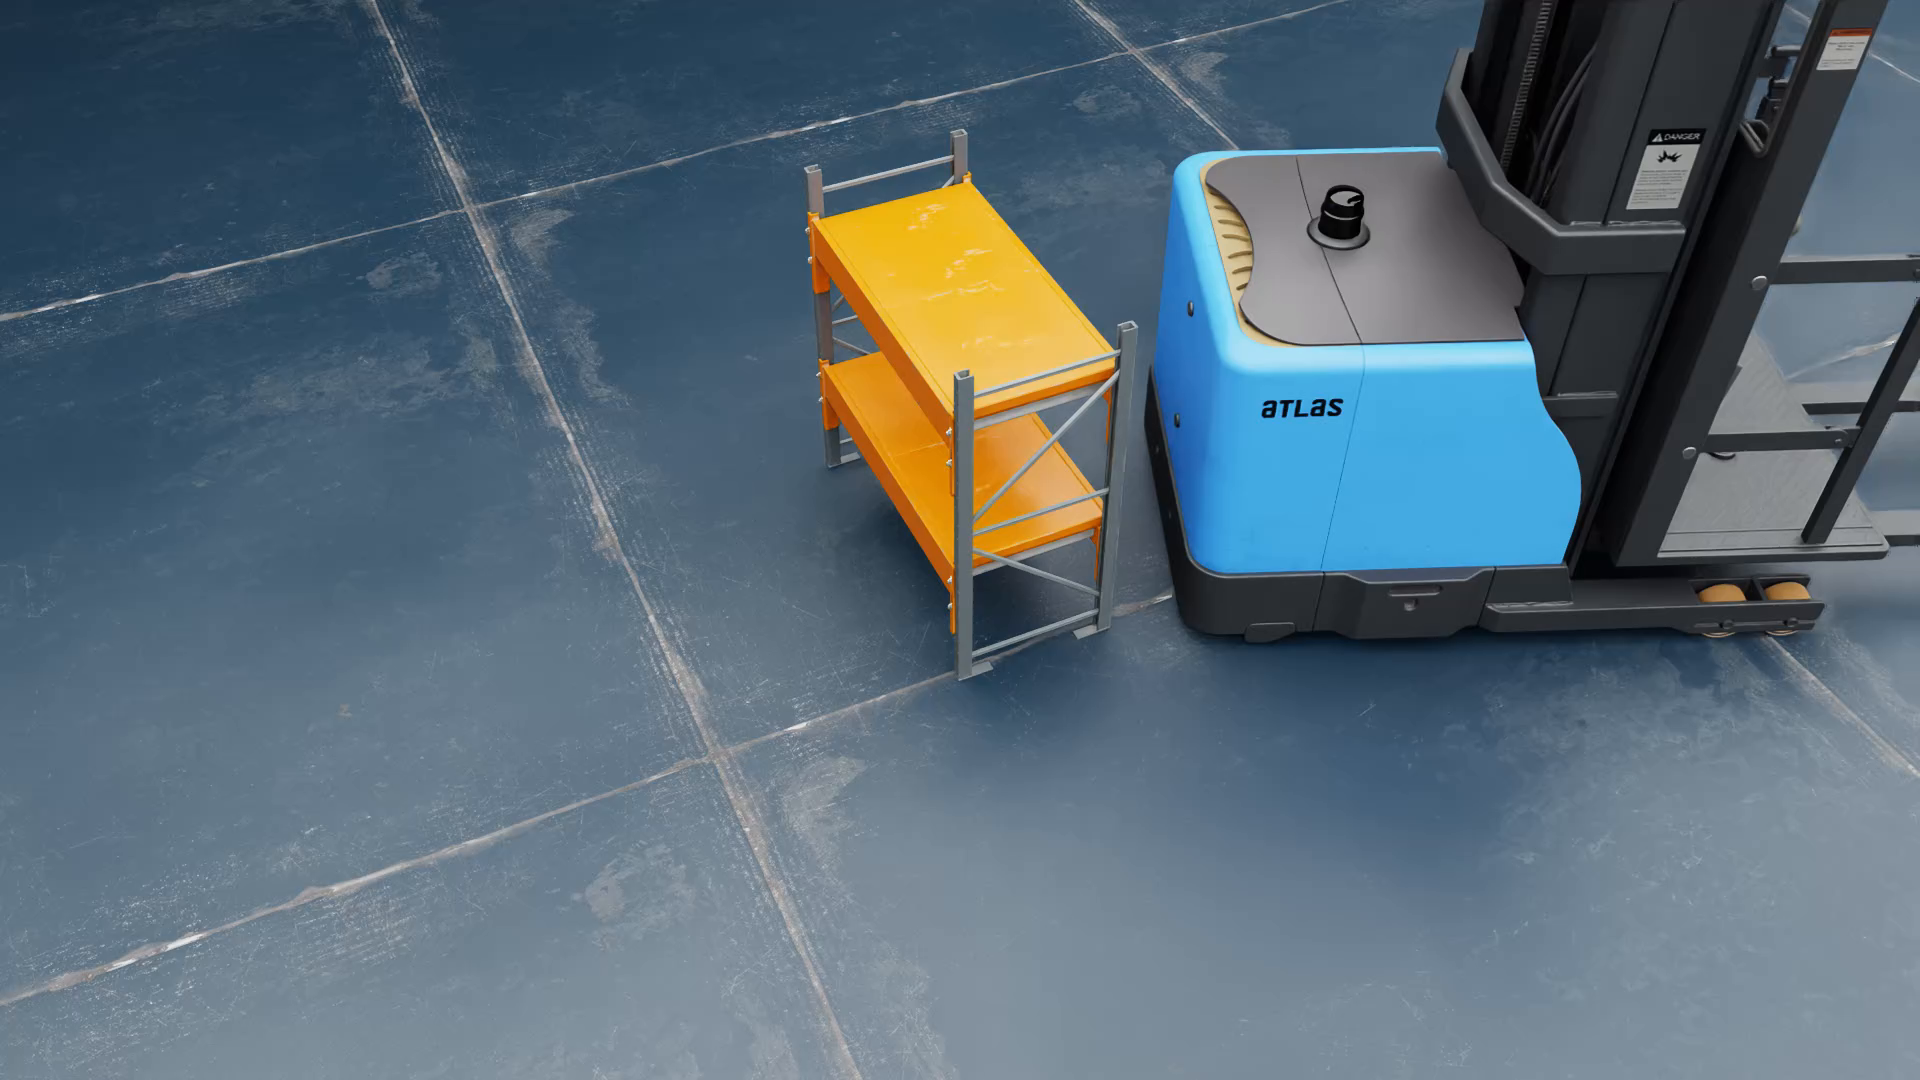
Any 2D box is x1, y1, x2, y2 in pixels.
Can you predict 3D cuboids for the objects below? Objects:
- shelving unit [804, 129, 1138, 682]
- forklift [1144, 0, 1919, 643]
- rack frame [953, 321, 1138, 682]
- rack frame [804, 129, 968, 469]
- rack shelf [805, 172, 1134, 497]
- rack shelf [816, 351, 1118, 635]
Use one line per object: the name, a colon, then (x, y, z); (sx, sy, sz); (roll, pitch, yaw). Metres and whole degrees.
shelving unit: (0.003, -0.396, 4.851); (0.538, 1.125, 1.048); (-18, 47, -17)
forklift: (2.144, -1.126, 4.304); (3.031, 2.935, 1.130); (-2, 45, -2)
rack frame: (0.217, -0.072, 4.522); (0.500, 1.125, 0.032); (-18, 47, -17)
rack frame: (-0.211, -0.720, 5.179); (0.500, 1.125, 0.032); (-18, 47, -17)
rack shelf: (0.003, -0.604, 4.645); (0.538, 0.278, 1.000); (-18, 47, -17)
rack shelf: (0.003, -0.222, 5.022); (0.538, 0.278, 1.000); (-18, 47, -17)
